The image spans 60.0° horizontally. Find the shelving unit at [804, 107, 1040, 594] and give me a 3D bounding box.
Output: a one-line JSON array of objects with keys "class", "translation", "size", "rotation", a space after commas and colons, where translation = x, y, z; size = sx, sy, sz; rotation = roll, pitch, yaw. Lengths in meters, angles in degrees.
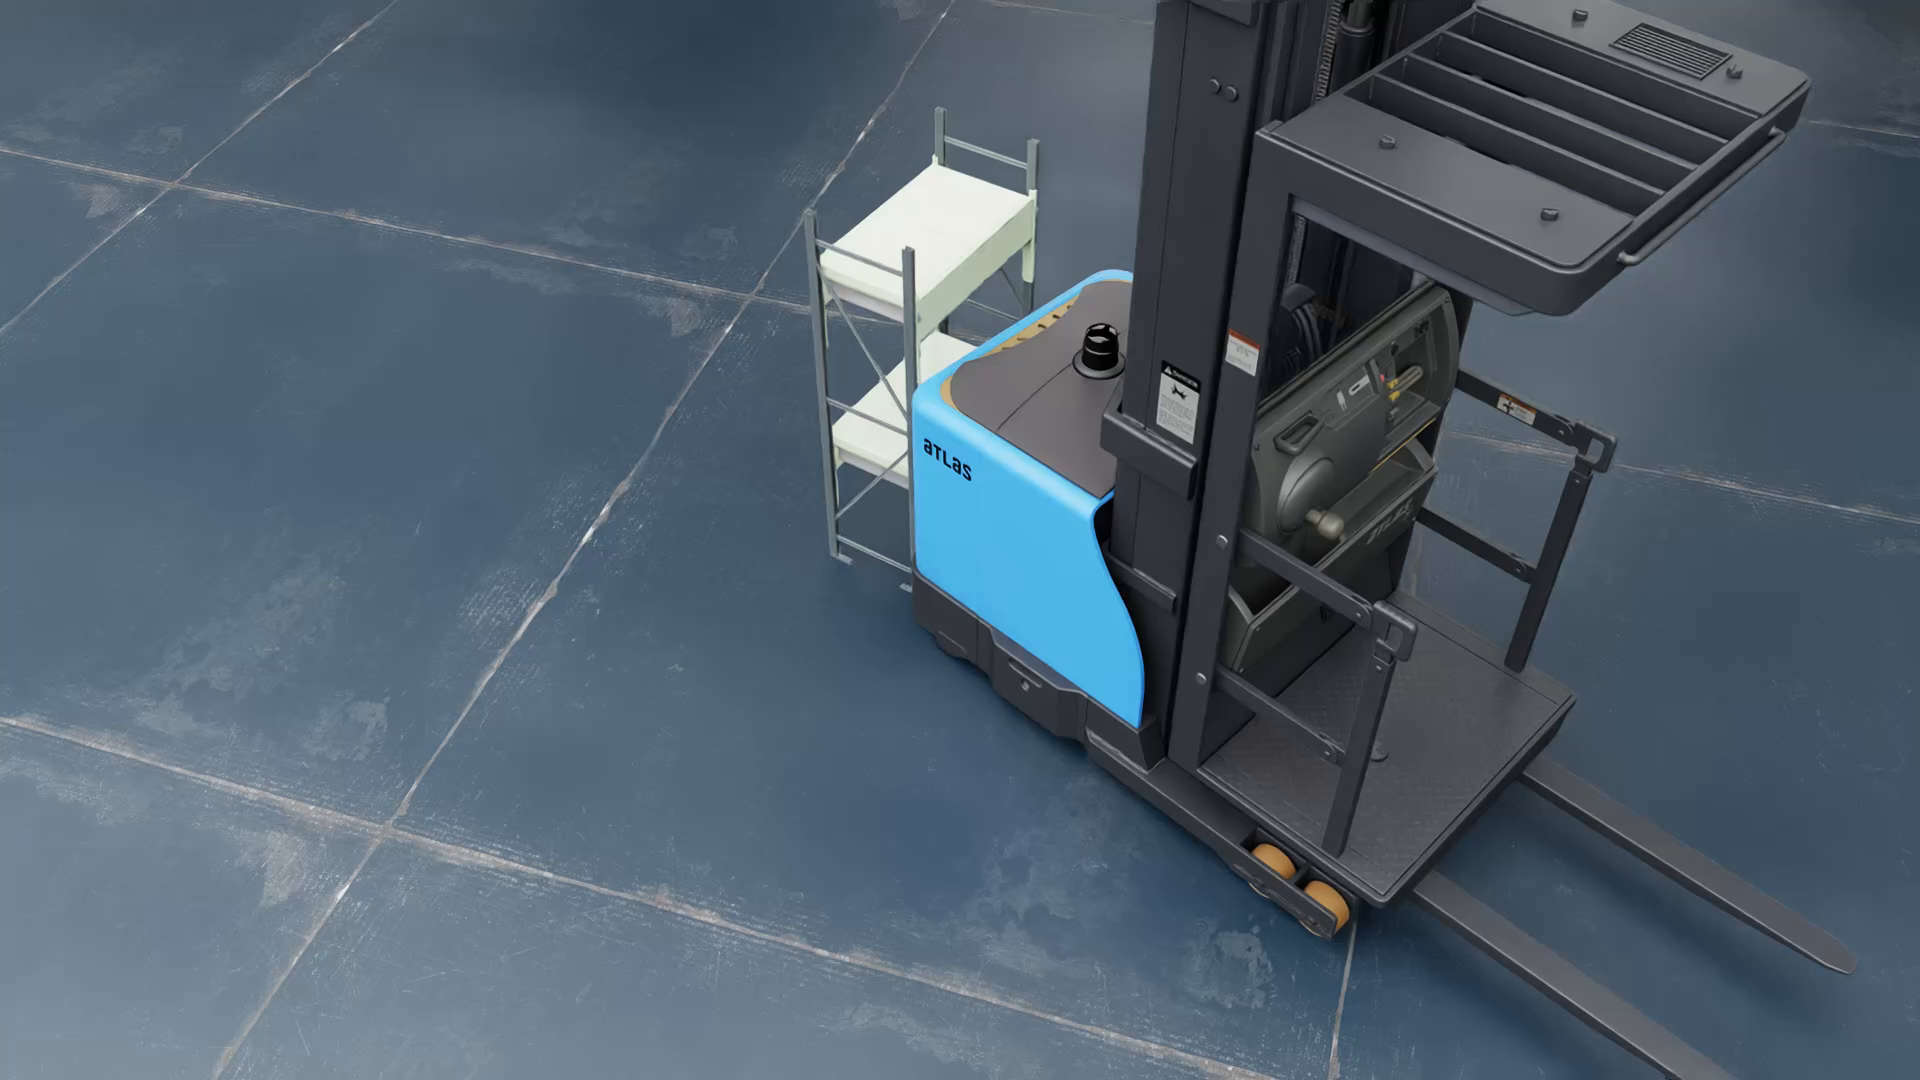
[{"class": "shelving unit", "translation": [-0.110, -0.624, 5.816], "size": [0.431, 1.500, 0.755], "rotation": [24, 49, 23]}]

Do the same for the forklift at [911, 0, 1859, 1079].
[{"class": "forklift", "translation": [1.236, -0.268, 4.428], "size": [3.031, 2.935, 1.130], "rotation": [34, 54, 30]}]

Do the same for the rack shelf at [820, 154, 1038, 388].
[{"class": "rack shelf", "translation": [-0.110, -0.903, 5.543], "size": [0.431, 0.370, 0.720], "rotation": [24, 49, 23]}]

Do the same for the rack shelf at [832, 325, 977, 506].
[{"class": "rack shelf", "translation": [-0.110, -0.391, 6.044], "size": [0.431, 0.370, 0.720], "rotation": [24, 49, 23]}]

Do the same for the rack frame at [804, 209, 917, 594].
[{"class": "rack frame", "translation": [-0.309, -0.410, 5.596], "size": [0.400, 1.500, 0.023], "rotation": [24, 49, 23]}]

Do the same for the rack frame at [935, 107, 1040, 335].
[{"class": "rack frame", "translation": [0.088, -0.839, 6.035], "size": [0.400, 1.500, 0.023], "rotation": [24, 49, 23]}]
